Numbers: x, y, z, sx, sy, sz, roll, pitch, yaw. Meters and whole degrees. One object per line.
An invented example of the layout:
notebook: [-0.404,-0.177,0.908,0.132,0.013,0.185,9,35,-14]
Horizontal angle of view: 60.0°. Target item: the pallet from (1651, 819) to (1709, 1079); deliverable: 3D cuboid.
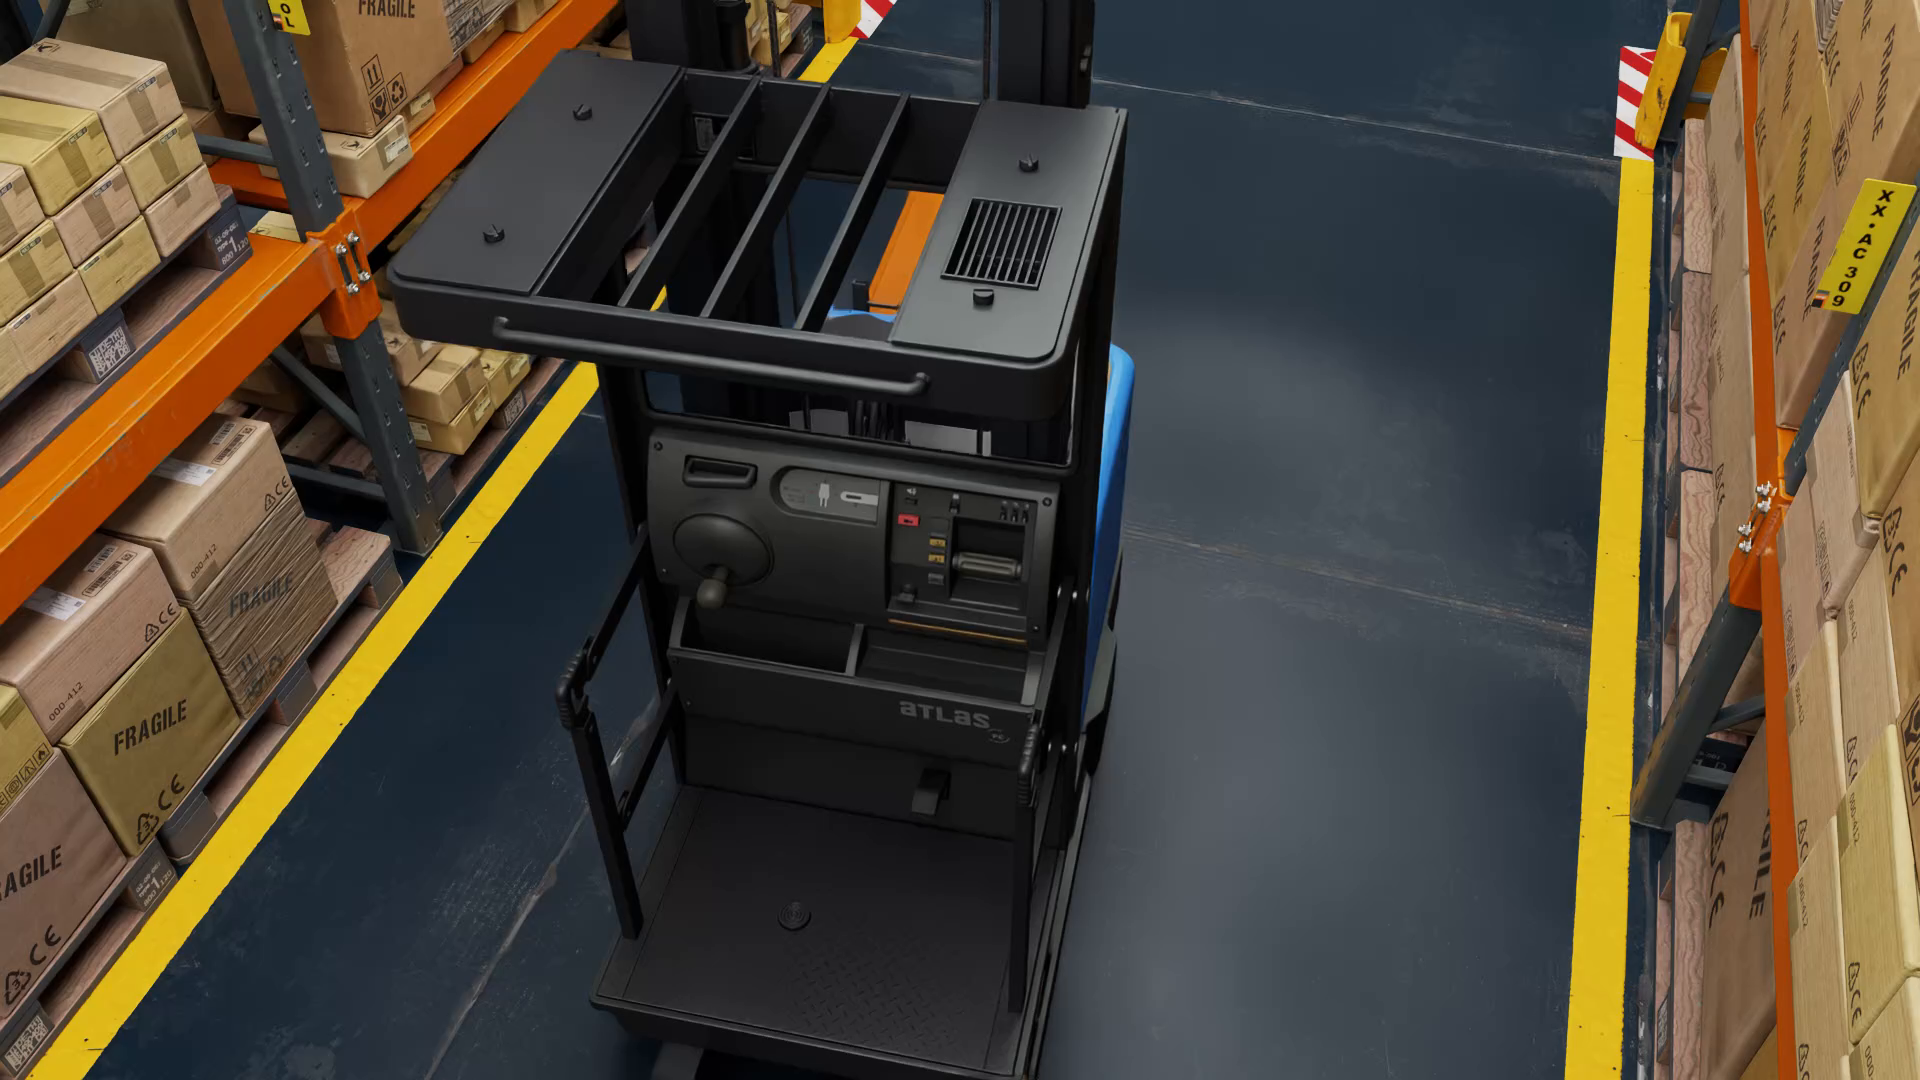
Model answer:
pallet: [2.304,1.355,4.214,1.003,0.211,1.213,13,46,13]

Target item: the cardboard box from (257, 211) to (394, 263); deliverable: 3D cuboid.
cardboard box: [-2.315,-1.135,6.078,0.380,0.149,0.250,12,46,12]

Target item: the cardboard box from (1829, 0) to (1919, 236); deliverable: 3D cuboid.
cardboard box: [2.345,-0.938,3.778,0.500,0.500,0.500,12,46,12]

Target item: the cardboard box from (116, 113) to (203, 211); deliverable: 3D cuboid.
cardboard box: [-2.215,-1.013,4.307,0.380,0.149,0.250,14,46,14]

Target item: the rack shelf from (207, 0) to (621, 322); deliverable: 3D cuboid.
rack shelf: [-1.677,-2.229,6.398,1.077,0.370,4.000,13,46,13]

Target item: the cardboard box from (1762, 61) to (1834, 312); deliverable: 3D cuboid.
cardboard box: [2.513,-0.915,4.469,0.500,0.500,0.500,11,46,12]

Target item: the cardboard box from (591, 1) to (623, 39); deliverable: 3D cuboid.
cardboard box: [-1.717,-2.353,7.322,0.380,0.149,0.250,10,45,11]

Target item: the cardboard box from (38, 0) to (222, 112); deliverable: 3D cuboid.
cardboard box: [-2.405,-1.677,5.035,0.500,0.500,0.500,13,46,13]

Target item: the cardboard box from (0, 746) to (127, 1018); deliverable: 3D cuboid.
cardboard box: [-2.582,0.820,4.254,0.500,0.500,0.500,12,46,12]

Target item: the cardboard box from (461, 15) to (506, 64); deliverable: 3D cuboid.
cardboard box: [-1.759,-1.739,5.562,0.380,0.149,0.250,11,45,11]

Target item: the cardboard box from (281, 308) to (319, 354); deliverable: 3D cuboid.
cardboard box: [-2.423,-0.789,5.724,0.380,0.149,0.250,14,46,14]

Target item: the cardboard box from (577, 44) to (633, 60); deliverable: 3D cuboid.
cardboard box: [-1.431,-1.899,6.859,0.380,0.149,0.250,11,45,11]

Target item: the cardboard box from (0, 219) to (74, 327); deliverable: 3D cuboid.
cardboard box: [-2.372,-0.672,3.959,0.380,0.149,0.250,14,46,14]

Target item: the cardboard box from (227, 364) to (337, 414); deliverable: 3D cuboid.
cardboard box: [-2.489,-0.618,5.975,0.380,0.149,0.250,13,46,13]

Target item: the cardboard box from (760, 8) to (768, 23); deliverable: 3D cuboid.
cardboard box: [-1.090,-2.482,7.667,0.380,0.149,0.250,12,46,12]

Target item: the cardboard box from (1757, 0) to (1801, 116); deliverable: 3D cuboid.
cardboard box: [2.824,-1.599,5.168,0.500,0.500,0.500,14,46,14]

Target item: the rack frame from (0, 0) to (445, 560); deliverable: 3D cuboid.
rack frame: [-2.283,-1.153,4.784,1.000,3.000,0.127,13,46,13]

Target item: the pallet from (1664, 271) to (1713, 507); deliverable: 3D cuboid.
pallet: [3.138,-0.481,6.091,1.003,0.211,1.213,13,46,12]

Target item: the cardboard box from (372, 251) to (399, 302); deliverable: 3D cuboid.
cardboard box: [-1.841,-0.854,5.790,0.380,0.149,0.250,15,46,14]

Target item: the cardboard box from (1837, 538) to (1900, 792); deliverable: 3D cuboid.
cardboard box: [1.932,0.290,3.059,0.500,0.250,0.500,13,46,13]

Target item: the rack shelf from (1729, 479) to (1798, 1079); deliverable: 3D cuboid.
rack shelf: [1.860,1.418,2.670,1.077,0.370,4.000,13,46,13]

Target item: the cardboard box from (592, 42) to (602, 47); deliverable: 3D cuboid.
cardboard box: [-1.772,-2.064,7.240,0.380,0.149,0.250,11,45,11]

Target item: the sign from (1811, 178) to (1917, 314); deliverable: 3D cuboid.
sign: [1.936,-0.626,3.570,0.100,0.325,0.005,13,46,13]

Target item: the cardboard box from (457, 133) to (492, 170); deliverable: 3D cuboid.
cardboard box: [-2.027,-1.528,6.692,0.380,0.149,0.250,11,45,11]

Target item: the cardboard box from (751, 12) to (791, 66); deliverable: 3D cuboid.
cardboard box: [-1.013,-2.363,7.758,0.380,0.149,0.250,14,46,14]

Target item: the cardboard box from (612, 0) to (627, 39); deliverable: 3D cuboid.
cardboard box: [-1.601,-2.409,7.593,0.380,0.149,0.250,13,46,13]

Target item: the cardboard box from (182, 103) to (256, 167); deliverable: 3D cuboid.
cardboard box: [-2.419,-1.303,5.117,0.380,0.149,0.250,12,46,12]

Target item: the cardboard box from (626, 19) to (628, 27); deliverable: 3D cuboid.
cardboard box: [-1.217,-2.242,7.210,0.380,0.149,0.250,11,45,11]

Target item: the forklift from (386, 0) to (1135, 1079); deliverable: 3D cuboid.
forklift: [-0.290,0.091,3.561,1.130,2.935,3.031,8,45,9]

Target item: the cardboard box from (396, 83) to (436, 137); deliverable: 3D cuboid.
cardboard box: [-1.878,-1.371,5.186,0.380,0.149,0.250,14,46,14]

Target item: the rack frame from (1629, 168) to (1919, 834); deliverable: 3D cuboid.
rack frame: [2.466,-0.172,3.781,1.000,3.000,0.127,13,46,13]

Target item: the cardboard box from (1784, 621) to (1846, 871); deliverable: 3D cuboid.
cardboard box: [1.925,0.464,3.238,0.500,0.250,0.500,11,46,12]

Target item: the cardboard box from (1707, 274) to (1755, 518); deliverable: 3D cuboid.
cardboard box: [3.028,-0.399,5.545,0.875,0.438,0.875,11,45,11]

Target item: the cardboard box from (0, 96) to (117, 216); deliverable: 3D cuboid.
cardboard box: [-2.299,-0.938,4.018,0.380,0.149,0.250,11,45,11]

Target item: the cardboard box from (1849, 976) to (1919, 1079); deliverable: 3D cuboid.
cardboard box: [1.603,0.958,2.376,0.500,0.250,0.500,11,45,11]

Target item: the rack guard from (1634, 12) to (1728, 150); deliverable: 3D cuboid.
rack guard: [3.684,-1.961,7.396,1.175,0.500,0.348,13,46,13]

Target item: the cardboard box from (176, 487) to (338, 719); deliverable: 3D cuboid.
cardboard box: [-2.267,0.137,4.952,0.500,0.500,0.500,12,46,12]

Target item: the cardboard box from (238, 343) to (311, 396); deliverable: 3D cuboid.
cardboard box: [-2.490,-0.668,5.813,0.380,0.149,0.250,13,46,13]

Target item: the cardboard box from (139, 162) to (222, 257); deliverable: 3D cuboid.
cardboard box: [-2.214,-0.907,4.411,0.380,0.149,0.250,12,46,12]

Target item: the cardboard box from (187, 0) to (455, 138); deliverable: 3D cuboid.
cardboard box: [-1.893,-1.572,4.927,0.500,0.500,0.500,12,46,12]

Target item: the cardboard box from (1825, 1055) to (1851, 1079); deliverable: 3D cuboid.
cardboard box: [1.595,1.134,2.554,0.500,0.250,0.500,12,46,12]

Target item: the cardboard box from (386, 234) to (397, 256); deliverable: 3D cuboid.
cardboard box: [-2.186,-1.179,6.336,0.380,0.149,0.250,13,46,13]

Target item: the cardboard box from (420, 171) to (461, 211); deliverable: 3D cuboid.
cardboard box: [-1.754,-1.211,6.156,0.380,0.149,0.250,11,46,11]

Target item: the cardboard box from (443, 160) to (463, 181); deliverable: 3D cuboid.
cardboard box: [-2.168,-1.492,6.443,0.380,0.149,0.250,10,45,11]

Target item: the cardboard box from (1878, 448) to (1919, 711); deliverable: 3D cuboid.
cardboard box: [1.931,0.012,2.806,0.500,0.500,0.500,12,46,12]

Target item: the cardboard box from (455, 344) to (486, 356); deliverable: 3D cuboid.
cardboard box: [-1.877,-0.752,5.899,0.380,0.149,0.250,13,46,13]

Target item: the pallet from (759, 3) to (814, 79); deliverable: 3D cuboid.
pallet: [-1.374,-2.238,7.886,1.003,0.211,1.213,13,46,13]

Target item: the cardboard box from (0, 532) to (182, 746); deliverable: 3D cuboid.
cardboard box: [-2.436,0.212,4.339,0.500,0.250,0.500,15,46,14]

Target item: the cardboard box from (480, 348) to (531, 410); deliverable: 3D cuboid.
cardboard box: [-1.786,-0.636,5.994,0.380,0.149,0.250,14,46,14]

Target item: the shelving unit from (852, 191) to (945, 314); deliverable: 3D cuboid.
shelving unit: [0.034,-0.683,5.644,0.538,1.125,1.048,8,45,9]

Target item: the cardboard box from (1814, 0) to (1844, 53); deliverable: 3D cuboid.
cardboard box: [2.652,-1.616,4.470,0.500,0.500,0.500,13,46,13]

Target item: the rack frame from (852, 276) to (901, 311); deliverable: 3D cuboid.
rack frame: [-0.071,-0.335,5.288,0.500,1.125,0.032,8,45,9]

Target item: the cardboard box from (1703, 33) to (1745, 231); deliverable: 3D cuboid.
cardboard box: [3.572,-1.611,6.784,0.875,0.438,0.875,11,45,11]

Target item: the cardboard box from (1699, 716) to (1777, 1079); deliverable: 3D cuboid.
cardboard box: [2.354,0.868,3.938,0.875,0.875,0.875,14,46,14]

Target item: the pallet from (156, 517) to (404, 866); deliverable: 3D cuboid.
pallet: [-2.517,0.363,5.228,1.003,0.211,1.213,13,46,13]

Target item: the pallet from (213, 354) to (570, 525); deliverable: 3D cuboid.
pallet: [-2.113,-0.612,6.224,1.003,0.211,1.213,13,46,13]

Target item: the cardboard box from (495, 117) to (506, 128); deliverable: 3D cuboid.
cardboard box: [-1.918,-1.817,6.774,0.380,0.149,0.250,13,46,13]

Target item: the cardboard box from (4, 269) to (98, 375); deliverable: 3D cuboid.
cardboard box: [-2.370,-0.568,4.065,0.380,0.149,0.250,12,46,12]
